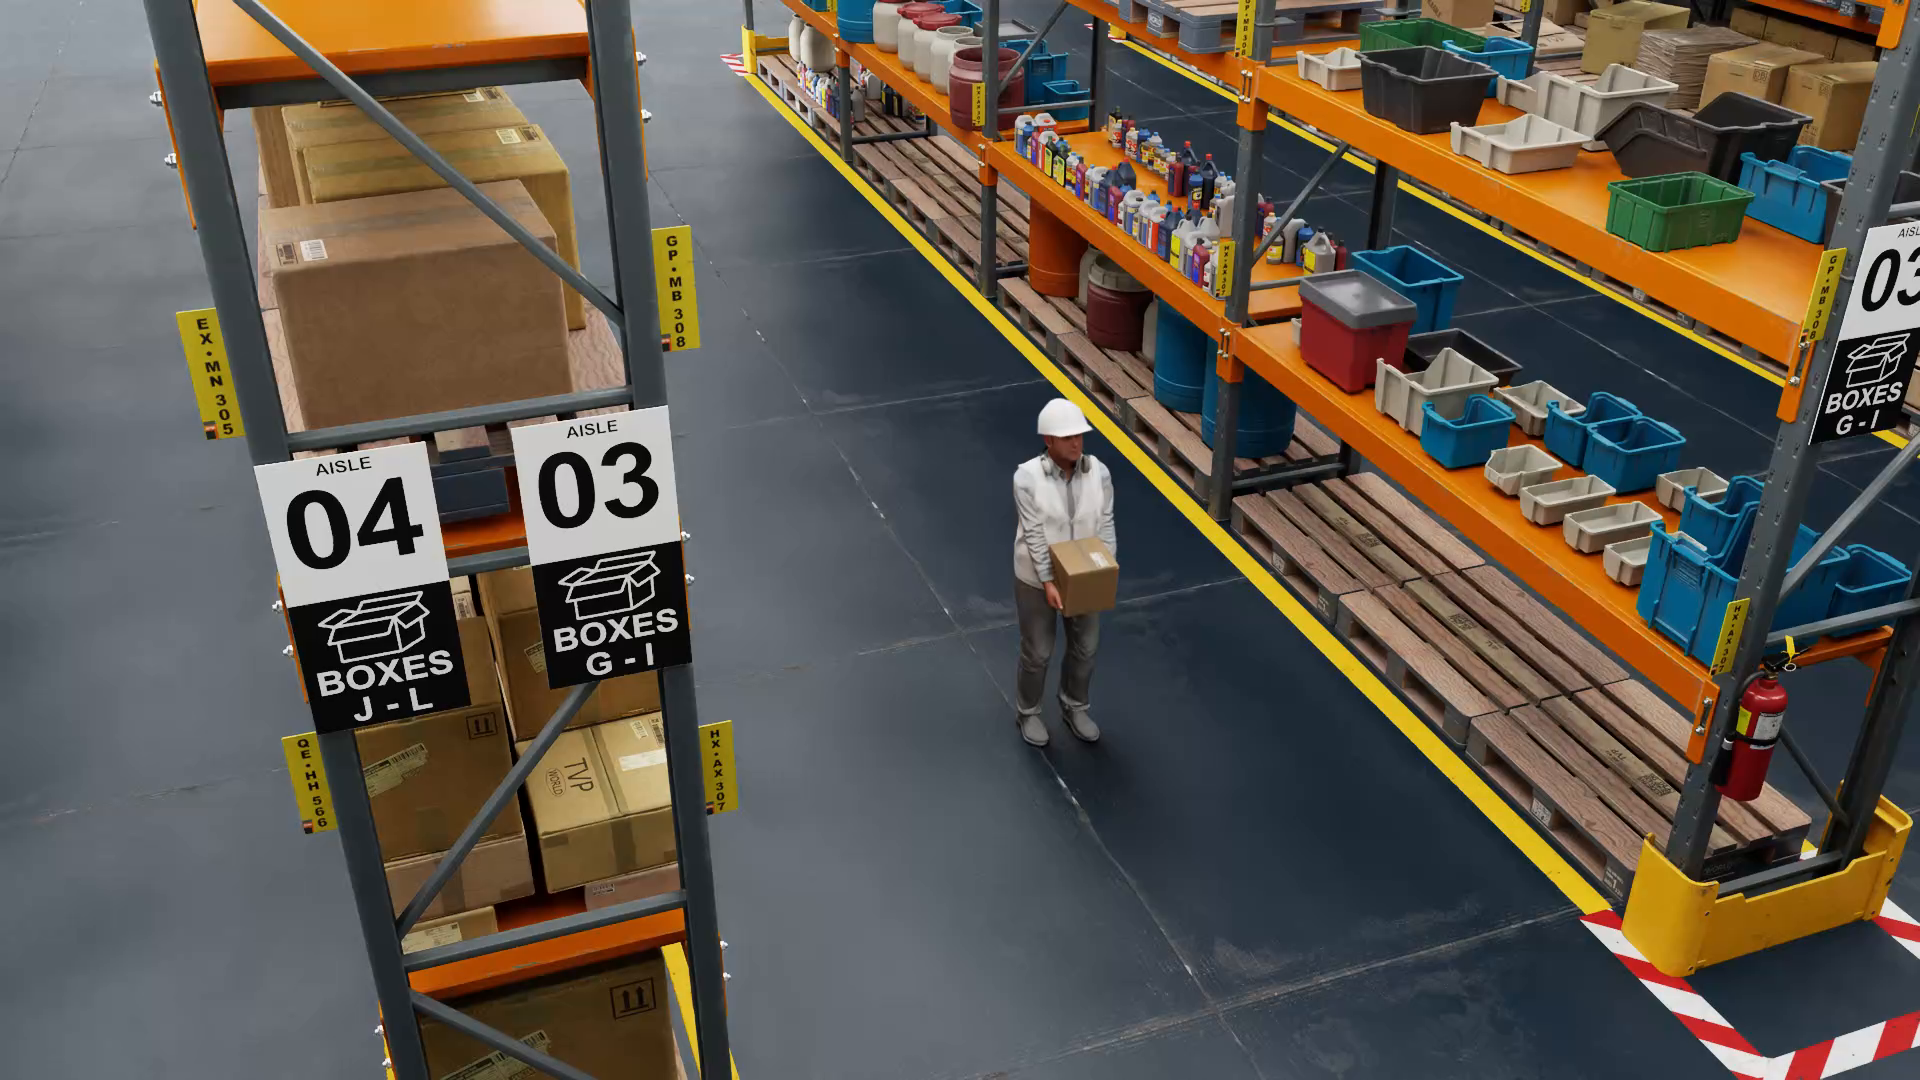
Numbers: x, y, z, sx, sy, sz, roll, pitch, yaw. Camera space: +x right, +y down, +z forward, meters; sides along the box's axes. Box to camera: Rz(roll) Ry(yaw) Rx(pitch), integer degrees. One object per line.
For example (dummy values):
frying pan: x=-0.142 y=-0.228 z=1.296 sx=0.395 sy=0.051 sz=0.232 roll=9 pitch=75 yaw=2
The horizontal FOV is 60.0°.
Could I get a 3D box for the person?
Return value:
person: x=0.520 y=0.197 z=7.982 sx=0.494 sy=1.762 sz=0.556 roll=-10 pitch=31 yaw=-17
